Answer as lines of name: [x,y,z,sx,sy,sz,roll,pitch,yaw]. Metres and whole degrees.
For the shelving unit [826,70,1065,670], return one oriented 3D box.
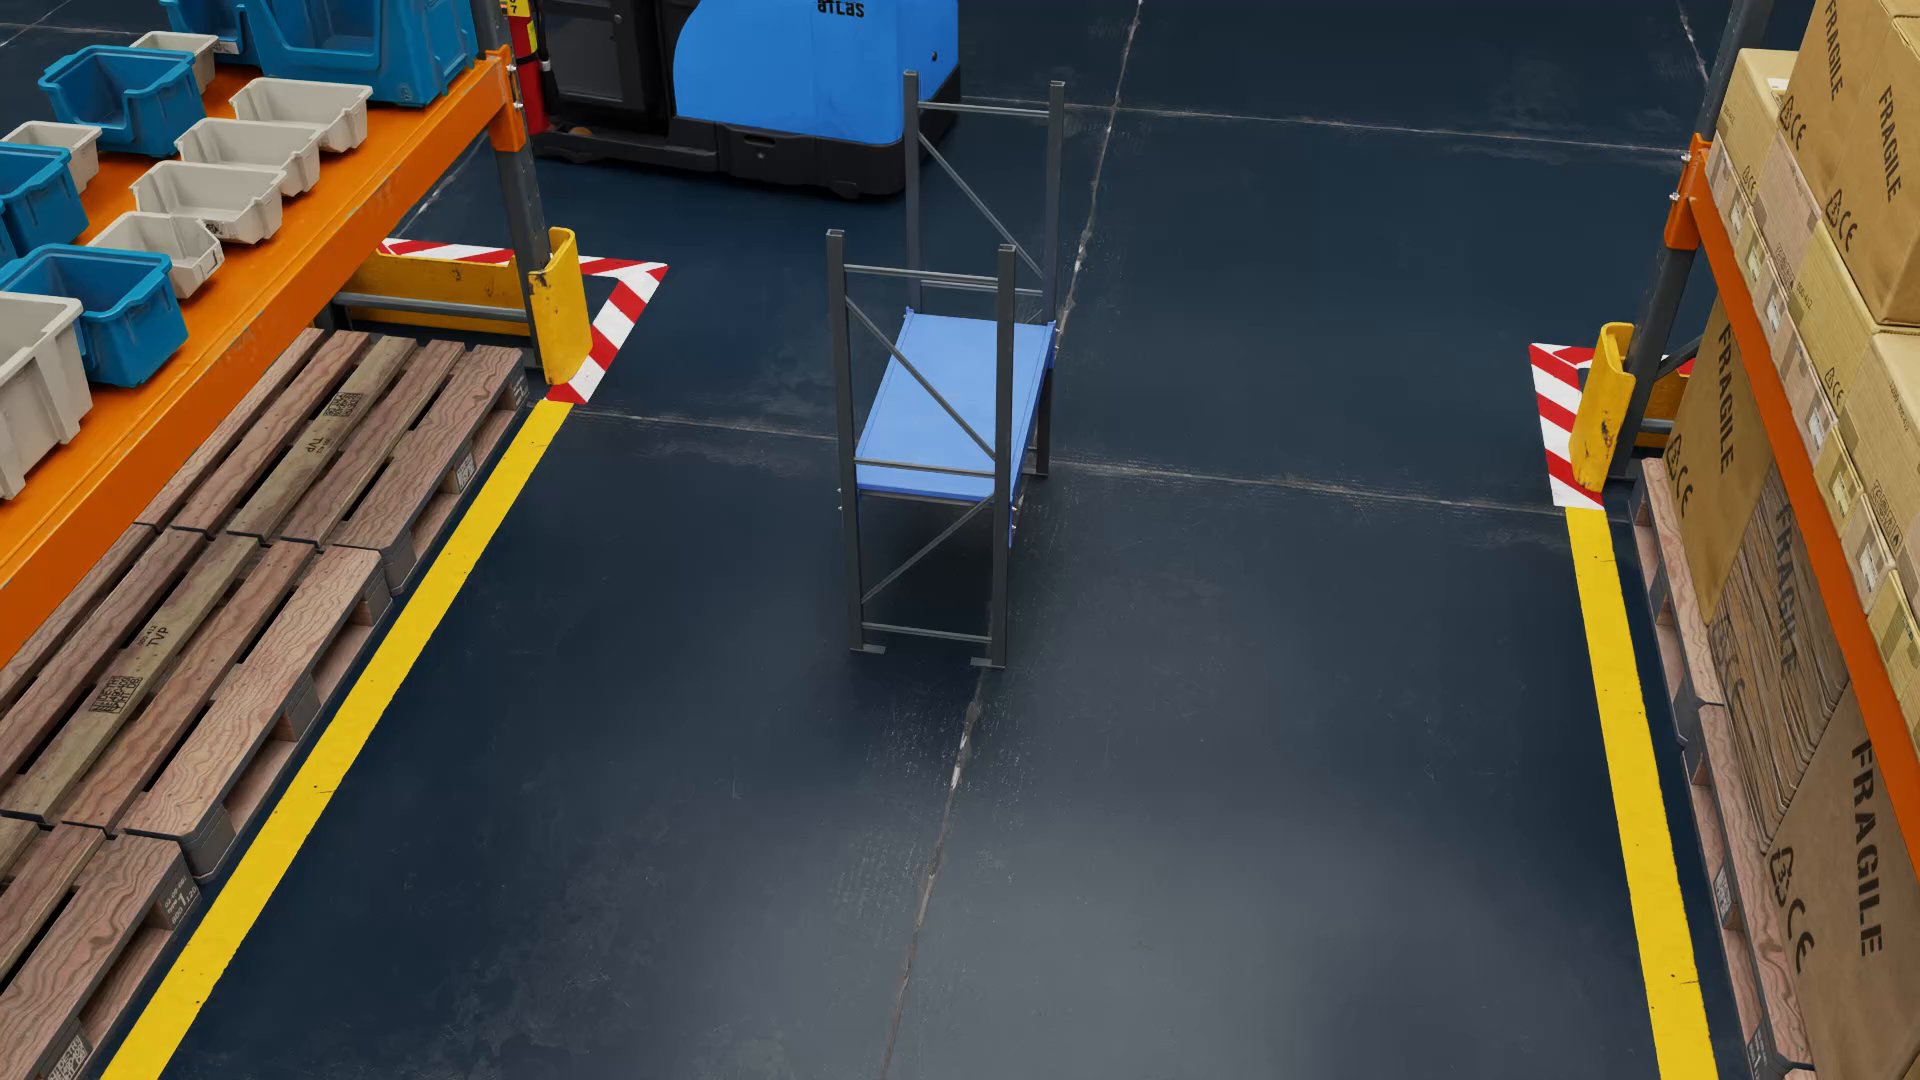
shelving unit: [-0.015,-0.524,5.207,0.538,1.500,1.048,6,40,8]

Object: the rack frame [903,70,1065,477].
rack frame: [0.073,-0.844,5.593,0.500,1.500,0.032,6,40,8]

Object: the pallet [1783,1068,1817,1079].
pallet: [2.330,1.754,3.463,1.003,0.211,1.213,6,40,8]

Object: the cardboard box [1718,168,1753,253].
cardboard box: [2.384,-0.918,4.703,0.380,0.149,0.250,6,40,7]

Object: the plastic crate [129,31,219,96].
plastic crate: [-2.569,-1.519,5.393,0.250,0.136,0.298,6,40,8]

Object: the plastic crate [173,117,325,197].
plastic crate: [-2.092,-1.118,4.908,0.396,0.136,0.243,6,40,8]

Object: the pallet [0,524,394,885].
pallet: [-2.459,0.443,5.049,1.003,0.211,1.213,6,40,8]

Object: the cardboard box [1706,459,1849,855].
cardboard box: [2.624,0.276,4.400,0.875,0.875,0.875,6,40,8]

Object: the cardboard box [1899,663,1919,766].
cardboard box: [2.029,0.371,3.144,0.380,0.149,0.250,7,40,9]

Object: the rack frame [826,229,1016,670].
rack frame: [-0.103,-0.205,4.821,0.500,1.500,0.032,6,40,8]

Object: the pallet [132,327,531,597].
pallet: [-2.246,-0.321,5.972,1.003,0.211,1.213,6,40,8]

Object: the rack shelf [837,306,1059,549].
rack shelf: [-0.015,-0.386,5.322,0.538,0.185,1.000,6,40,8]

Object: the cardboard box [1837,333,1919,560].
cardboard box: [2.206,-0.178,3.495,0.500,0.250,0.500,6,40,7]

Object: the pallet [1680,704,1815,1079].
pallet: [2.539,0.986,4.392,1.003,0.211,1.213,6,40,8]

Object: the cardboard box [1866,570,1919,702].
cardboard box: [2.074,0.211,3.338,0.380,0.149,0.250,6,40,7]

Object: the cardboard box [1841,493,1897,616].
cardboard box: [2.119,0.051,3.531,0.380,0.149,0.250,7,40,8]

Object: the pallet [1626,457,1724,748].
pallet: [2.752,0.223,5.315,1.003,0.211,1.213,6,40,8]

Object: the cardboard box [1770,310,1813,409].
cardboard box: [2.251,-0.434,4.118,0.380,0.149,0.250,6,40,7]

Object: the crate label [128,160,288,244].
crate label: [-2.116,-0.941,4.693,0.396,0.136,0.243,6,40,8]

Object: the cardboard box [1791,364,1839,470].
cardboard box: [2.207,-0.272,3.922,0.380,0.149,0.250,6,40,7]

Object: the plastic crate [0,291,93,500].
plastic crate: [-2.311,-0.314,3.821,0.437,0.282,0.530,6,40,8]

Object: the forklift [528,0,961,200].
forklift: [-1.571,-3.228,7.354,3.031,2.935,1.130,11,41,13]

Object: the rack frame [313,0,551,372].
rack frame: [-2.065,-1.909,5.704,1.000,3.000,0.127,6,40,8]

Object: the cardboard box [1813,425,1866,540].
cardboard box: [2.162,-0.114,3.731,0.380,0.149,0.250,5,40,7]

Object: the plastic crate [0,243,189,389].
plastic crate: [-2.167,-0.550,4.145,0.416,0.233,0.300,6,40,8]

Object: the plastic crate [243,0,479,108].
plastic crate: [-1.939,-1.715,5.395,0.616,0.435,0.499,6,40,8]

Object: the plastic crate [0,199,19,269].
plastic crate: [-2.711,-0.734,4.368,0.416,0.233,0.300,6,40,8]

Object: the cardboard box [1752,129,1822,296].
cardboard box: [2.381,-0.821,4.273,0.500,0.250,0.500,6,40,7]

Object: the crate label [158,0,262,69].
crate label: [-2.432,-1.748,5.595,0.416,0.233,0.303,6,40,8]

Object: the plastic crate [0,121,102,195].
plastic crate: [-2.686,-1.093,4.878,0.250,0.136,0.298,6,40,8]

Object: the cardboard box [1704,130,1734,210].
cardboard box: [2.427,-1.079,4.898,0.380,0.149,0.250,7,40,8]

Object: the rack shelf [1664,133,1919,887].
rack shelf: [2.468,0.170,3.755,1.077,0.370,4.000,6,40,8]

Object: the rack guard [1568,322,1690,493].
rack guard: [2.818,-0.414,5.859,1.175,0.500,0.348,6,40,8]

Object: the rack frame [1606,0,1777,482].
rack frame: [2.814,-1.362,5.044,1.000,3.000,0.127,6,40,8]

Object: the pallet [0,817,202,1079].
pallet: [-2.668,1.211,4.120,1.003,0.211,1.213,6,40,8]

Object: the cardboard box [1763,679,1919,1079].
cardboard box: [2.470,0.835,3.724,0.875,0.875,0.875,6,40,8]

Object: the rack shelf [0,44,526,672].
rack shelf: [-2.411,-0.376,4.415,1.077,0.370,4.000,6,40,8]

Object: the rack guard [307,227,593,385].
rack guard: [-2.073,-0.962,6.521,1.175,0.500,0.348,6,40,8]

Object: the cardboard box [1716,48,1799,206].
cardboard box: [2.465,-1.148,4.668,0.500,0.250,0.500,5,40,6]

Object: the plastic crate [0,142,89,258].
plastic crate: [-2.659,-0.922,4.596,0.416,0.233,0.300,6,40,8]

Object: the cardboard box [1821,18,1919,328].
cardboard box: [2.294,-0.797,3.656,0.500,0.500,0.500,5,40,6]

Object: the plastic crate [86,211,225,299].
plastic crate: [-2.149,-0.753,4.466,0.298,0.136,0.250,6,40,8]

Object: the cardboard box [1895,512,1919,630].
cardboard box: [2.115,0.140,3.111,0.500,0.250,0.500,7,40,9]

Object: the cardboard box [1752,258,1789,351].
cardboard box: [2.296,-0.593,4.311,0.380,0.149,0.250,6,40,7]

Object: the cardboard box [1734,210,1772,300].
cardboard box: [2.340,-0.757,4.509,0.380,0.149,0.250,6,40,7]

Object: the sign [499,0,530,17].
sign: [-1.520,-1.921,5.591,0.100,0.325,0.005,6,40,8]

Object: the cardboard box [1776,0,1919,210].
cardboard box: [2.378,-1.123,4.050,0.500,0.500,0.500,5,40,7]

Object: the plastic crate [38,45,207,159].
plastic crate: [-2.546,-1.335,5.095,0.416,0.233,0.300,6,40,8]

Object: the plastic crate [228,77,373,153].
plastic crate: [-2.027,-1.298,5.126,0.396,0.136,0.243,6,40,8]

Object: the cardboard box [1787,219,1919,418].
cardboard box: [2.291,-0.506,3.892,0.500,0.250,0.500,5,40,6]

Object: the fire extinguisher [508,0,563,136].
fire extinguisher: [-1.591,-1.780,5.902,0.296,0.674,0.183,6,40,8]

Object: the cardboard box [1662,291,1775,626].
cardboard box: [2.782,-0.295,5.091,0.875,0.875,0.875,6,40,8]
